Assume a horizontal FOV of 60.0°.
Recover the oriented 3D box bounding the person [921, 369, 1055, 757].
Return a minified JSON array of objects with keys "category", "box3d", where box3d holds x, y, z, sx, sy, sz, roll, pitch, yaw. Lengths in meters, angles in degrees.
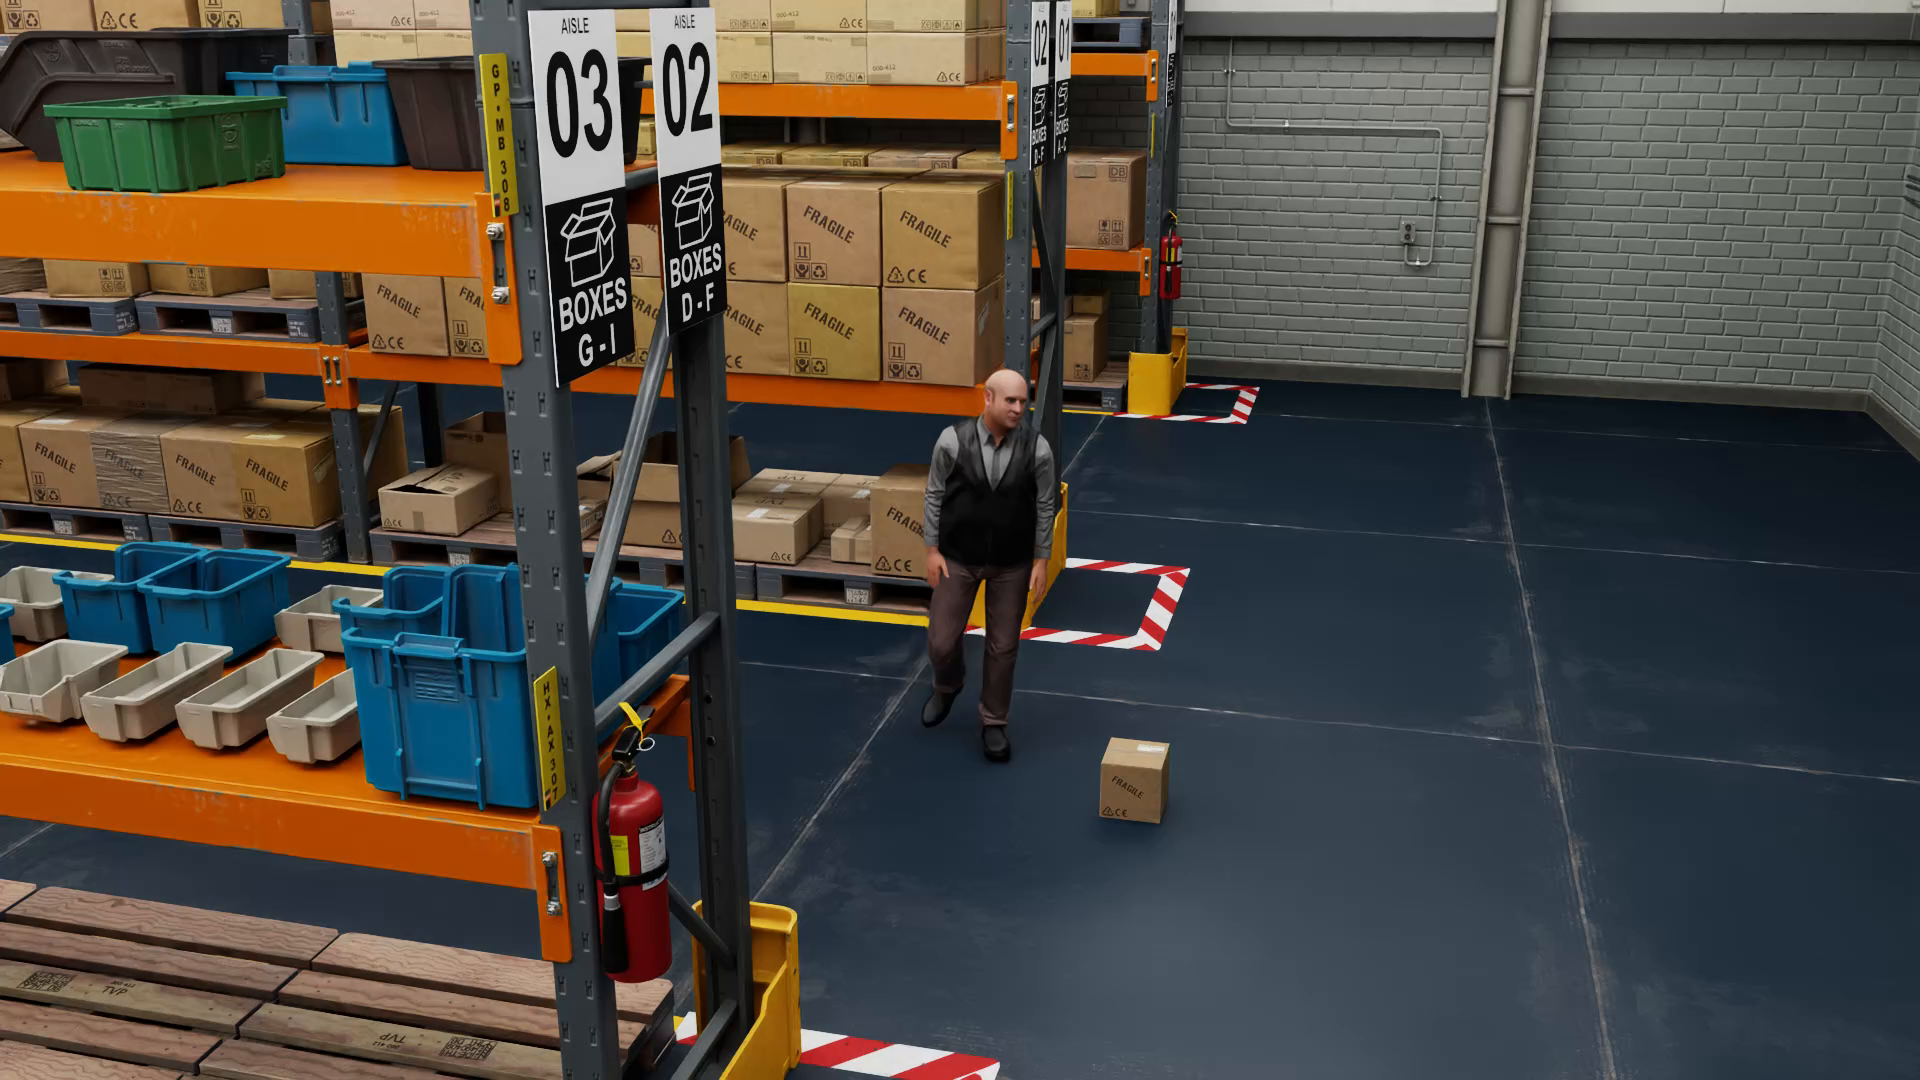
[{"category":"person","box3d":[0.116,0.083,7.292,0.584,1.720,0.497,0,18,-1]}]
